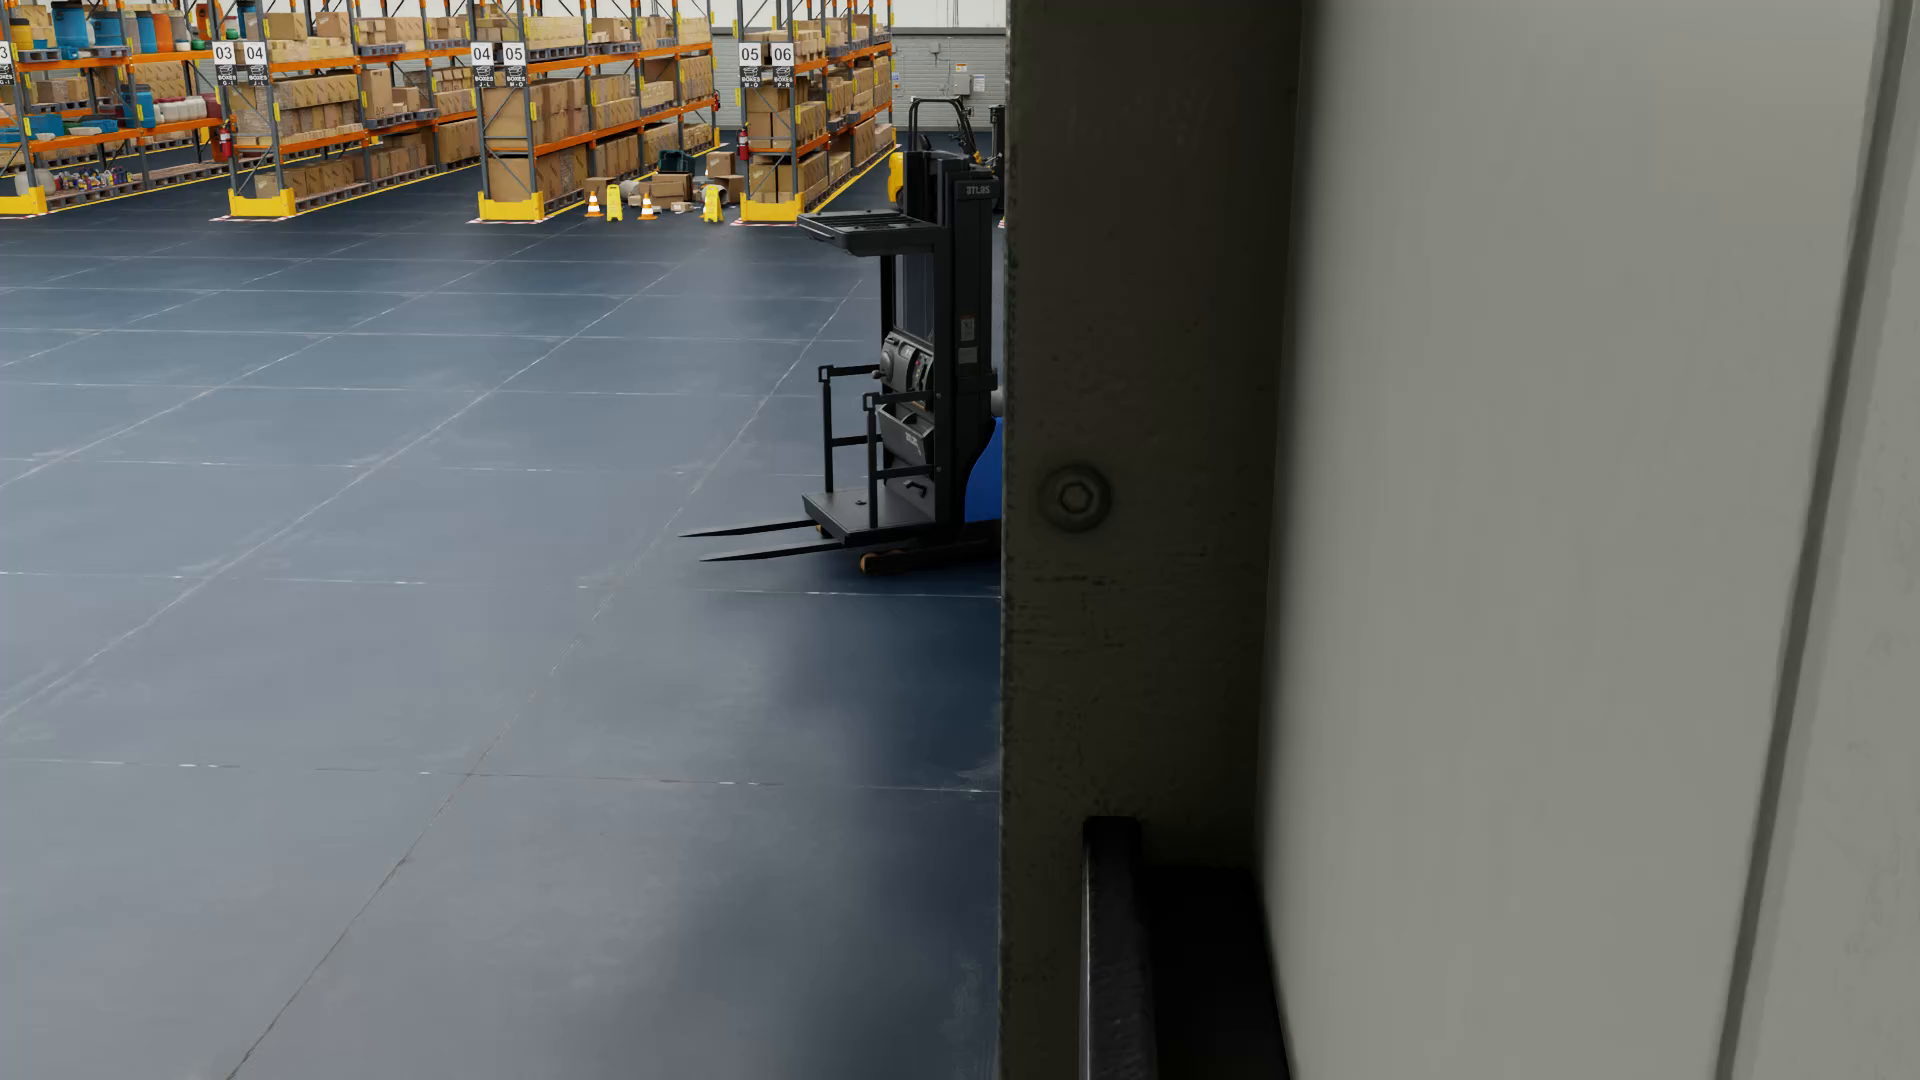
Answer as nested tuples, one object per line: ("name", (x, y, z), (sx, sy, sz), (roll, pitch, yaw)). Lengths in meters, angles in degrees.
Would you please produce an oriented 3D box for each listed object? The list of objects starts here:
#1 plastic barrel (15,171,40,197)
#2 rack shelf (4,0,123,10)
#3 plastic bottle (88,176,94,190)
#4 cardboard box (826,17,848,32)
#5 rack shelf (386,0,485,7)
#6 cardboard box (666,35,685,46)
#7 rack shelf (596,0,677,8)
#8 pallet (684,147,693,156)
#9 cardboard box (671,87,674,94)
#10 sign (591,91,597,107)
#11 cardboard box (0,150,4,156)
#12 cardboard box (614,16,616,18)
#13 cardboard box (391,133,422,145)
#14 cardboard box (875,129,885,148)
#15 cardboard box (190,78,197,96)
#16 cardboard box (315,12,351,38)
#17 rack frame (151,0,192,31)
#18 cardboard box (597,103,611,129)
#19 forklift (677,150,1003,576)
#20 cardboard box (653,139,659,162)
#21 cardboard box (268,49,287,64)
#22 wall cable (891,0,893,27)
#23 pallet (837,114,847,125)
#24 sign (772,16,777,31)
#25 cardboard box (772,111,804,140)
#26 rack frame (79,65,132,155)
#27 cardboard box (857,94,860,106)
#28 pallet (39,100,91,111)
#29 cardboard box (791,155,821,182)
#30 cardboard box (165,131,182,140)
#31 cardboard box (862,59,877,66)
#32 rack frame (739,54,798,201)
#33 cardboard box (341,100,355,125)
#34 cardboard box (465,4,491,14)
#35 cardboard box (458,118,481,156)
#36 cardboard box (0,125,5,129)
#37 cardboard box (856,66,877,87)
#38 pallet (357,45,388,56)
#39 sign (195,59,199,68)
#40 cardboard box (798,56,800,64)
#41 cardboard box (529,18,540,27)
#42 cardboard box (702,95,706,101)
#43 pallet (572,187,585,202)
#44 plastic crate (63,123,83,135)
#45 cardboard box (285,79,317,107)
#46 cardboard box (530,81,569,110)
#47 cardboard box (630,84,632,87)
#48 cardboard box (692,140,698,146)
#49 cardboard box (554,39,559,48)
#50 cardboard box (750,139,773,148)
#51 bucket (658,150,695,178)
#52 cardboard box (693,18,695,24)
("plastic barrel", (-18.388, -7.000, 32.791), (0.421, 0.512, 0.421), (0, 18, 0))
("rack shelf", (-18.216, -10.717, 32.975), (1.077, 0.370, 4.000), (1, 18, 4))
("plastic bottle", (-17.894, -7.352, 34.218), (0.097, 0.271, 0.097), (0, 18, 0))
("cardboard box", (-3.026, -12.577, 40.838), (0.500, 0.500, 0.500), (1, 18, 3))
("rack shelf", (-12.702, -13.091, 40.221), (1.077, 0.370, 4.000), (1, 18, 4))
("cardboard box", (-7.322, -12.743, 42.420), (0.500, 0.250, 0.500), (2, 18, 7))
("rack shelf", (-7.762, -12.949, 39.787), (1.077, 0.370, 4.000), (1, 18, 4))
("pallet", (-7.606, -10.135, 43.516), (1.003, 0.211, 1.213), (1, 18, 4))
("cardboard box", (-7.450, -11.345, 41.979), (0.380, 0.149, 0.250), (2, 18, 6))
("sign", (-7.638, -9.204, 34.676), (0.100, 0.325, 0.005), (1, 18, 4))
("cardboard box", (-22.587, -9.046, 38.554), (0.500, 0.311, 0.500), (1, 18, 4))
("cardboard box", (-8.135, -11.977, 38.451), (0.396, 0.266, 0.258), (1, 18, 4))
("cardboard box", (-12.863, -9.320, 38.652), (0.500, 0.250, 0.500), (2, 18, 6))
("cardboard box", (-2.458, -10.625, 43.971), (0.875, 0.438, 0.875), (1, 18, 2))
("cardboard box", (-21.913, -12.760, 46.887), (0.500, 0.500, 0.500), (2, 18, 6))
("cardboard box", (-12.910, -10.615, 34.243), (0.500, 0.500, 0.500), (1, 18, 2))
("rack frame", (-22.152, -15.709, 46.412), (1.000, 3.000, 0.127), (1, 18, 4))
("cardboard box", (-7.850, -9.128, 35.803), (0.500, 0.500, 0.500), (1, 18, 4))
("forklift", (-0.578, -1.316, 12.232), (3.031, 2.935, 1.130), (-8, 20, -22))
("cardboard box", (-7.567, -9.391, 40.105), (0.500, 0.500, 0.500), (1, 18, 5))
("cardboard box", (-13.126, -9.164, 31.498), (0.500, 0.250, 0.500), (2, 18, 6))
("wall cable", (-2.260, -17.038, 50.469), (0.463, 3.000, 0.029), (1, 18, 4))
("pallet", (-3.062, -9.223, 36.561), (1.003, 0.211, 1.213), (1, 18, 4))
("sign", (-3.801, -10.557, 34.044), (0.100, 0.325, 0.005), (1, 18, 4))
("cardboard box", (-3.224, -7.775, 31.195), (0.500, 0.500, 0.500), (1, 18, 3))
("rack frame", (-22.439, -11.616, 43.555), (1.000, 3.000, 0.127), (1, 18, 4))
("cardboard box", (-2.640, -10.408, 39.309), (0.500, 0.250, 0.500), (2, 18, 5))
("pallet", (-22.591, -10.886, 41.637), (1.003, 0.211, 1.213), (1, 18, 4))
("cardboard box", (-3.092, -7.430, 33.319), (0.500, 0.500, 0.500), (2, 18, 7))
("cardboard box", (-22.044, -11.292, 46.275), (0.500, 0.250, 0.500), (1, 18, 4))
("cardboard box", (-2.335, -12.331, 42.931), (0.380, 0.149, 0.250), (1, 18, 4))
("rack frame", (-3.534, -7.445, 30.827), (1.000, 3.000, 0.127), (1, 18, 4))
("cardboard box", (-13.226, -8.959, 34.809), (0.875, 0.500, 0.500), (1, 18, 4))
("cardboard box", (-12.485, -13.762, 43.087), (0.500, 0.250, 0.500), (0, 18, 0))
("cardboard box", (-12.648, -10.106, 41.687), (1.225, 0.875, 0.875), (1, 18, 2))
("cardboard box", (-27.115, -11.448, 46.382), (0.700, 0.500, 0.500), (1, 18, 2))
("cardboard box", (-2.398, -11.837, 42.465), (0.500, 0.500, 0.500), (1, 18, 4))
("pallet", (-12.981, -10.434, 35.434), (1.213, 0.211, 1.003), (1, 18, 4))
("sign", (-21.600, -13.540, 47.060), (0.100, 0.325, 0.005), (1, 18, 4))
("cardboard box", (-3.204, -9.012, 31.195), (0.380, 0.149, 0.250), (2, 18, 5))
("cardboard box", (-8.100, -9.710, 31.210), (0.380, 0.149, 0.250), (1, 18, 3))
("cardboard box", (-7.126, -12.032, 45.229), (0.380, 0.149, 0.250), (2, 18, 5))
("pallet", (-8.324, -7.207, 34.579), (1.003, 0.211, 1.213), (1, 18, 4))
("plastic crate", (-18.451, -8.503, 34.397), (0.450, 0.188, 0.662), (1, 18, 4))
("cardboard box", (-13.030, -8.806, 32.735), (0.500, 0.500, 0.500), (1, 18, 4))
("cardboard box", (-8.352, -8.899, 33.289), (0.875, 0.550, 0.550), (1, 18, 4))
("cardboard box", (-8.213, -11.017, 40.500), (0.380, 0.149, 0.250), (2, 18, 6))
("cardboard box", (-7.219, -10.606, 44.377), (0.380, 0.149, 0.250), (1, 18, 2))
("cardboard box", (-8.026, -9.648, 32.300), (0.380, 0.149, 0.250), (1, 18, 4))
("cardboard box", (-3.721, -7.447, 31.235), (0.380, 0.149, 0.250), (2, 18, 6))
("bucket", (-5.902, -7.840, 34.847), (0.726, 0.611, 0.620), (8, 10, 23))
("cardboard box", (-7.195, -13.687, 43.858), (0.380, 0.149, 0.250), (1, 18, 2))
